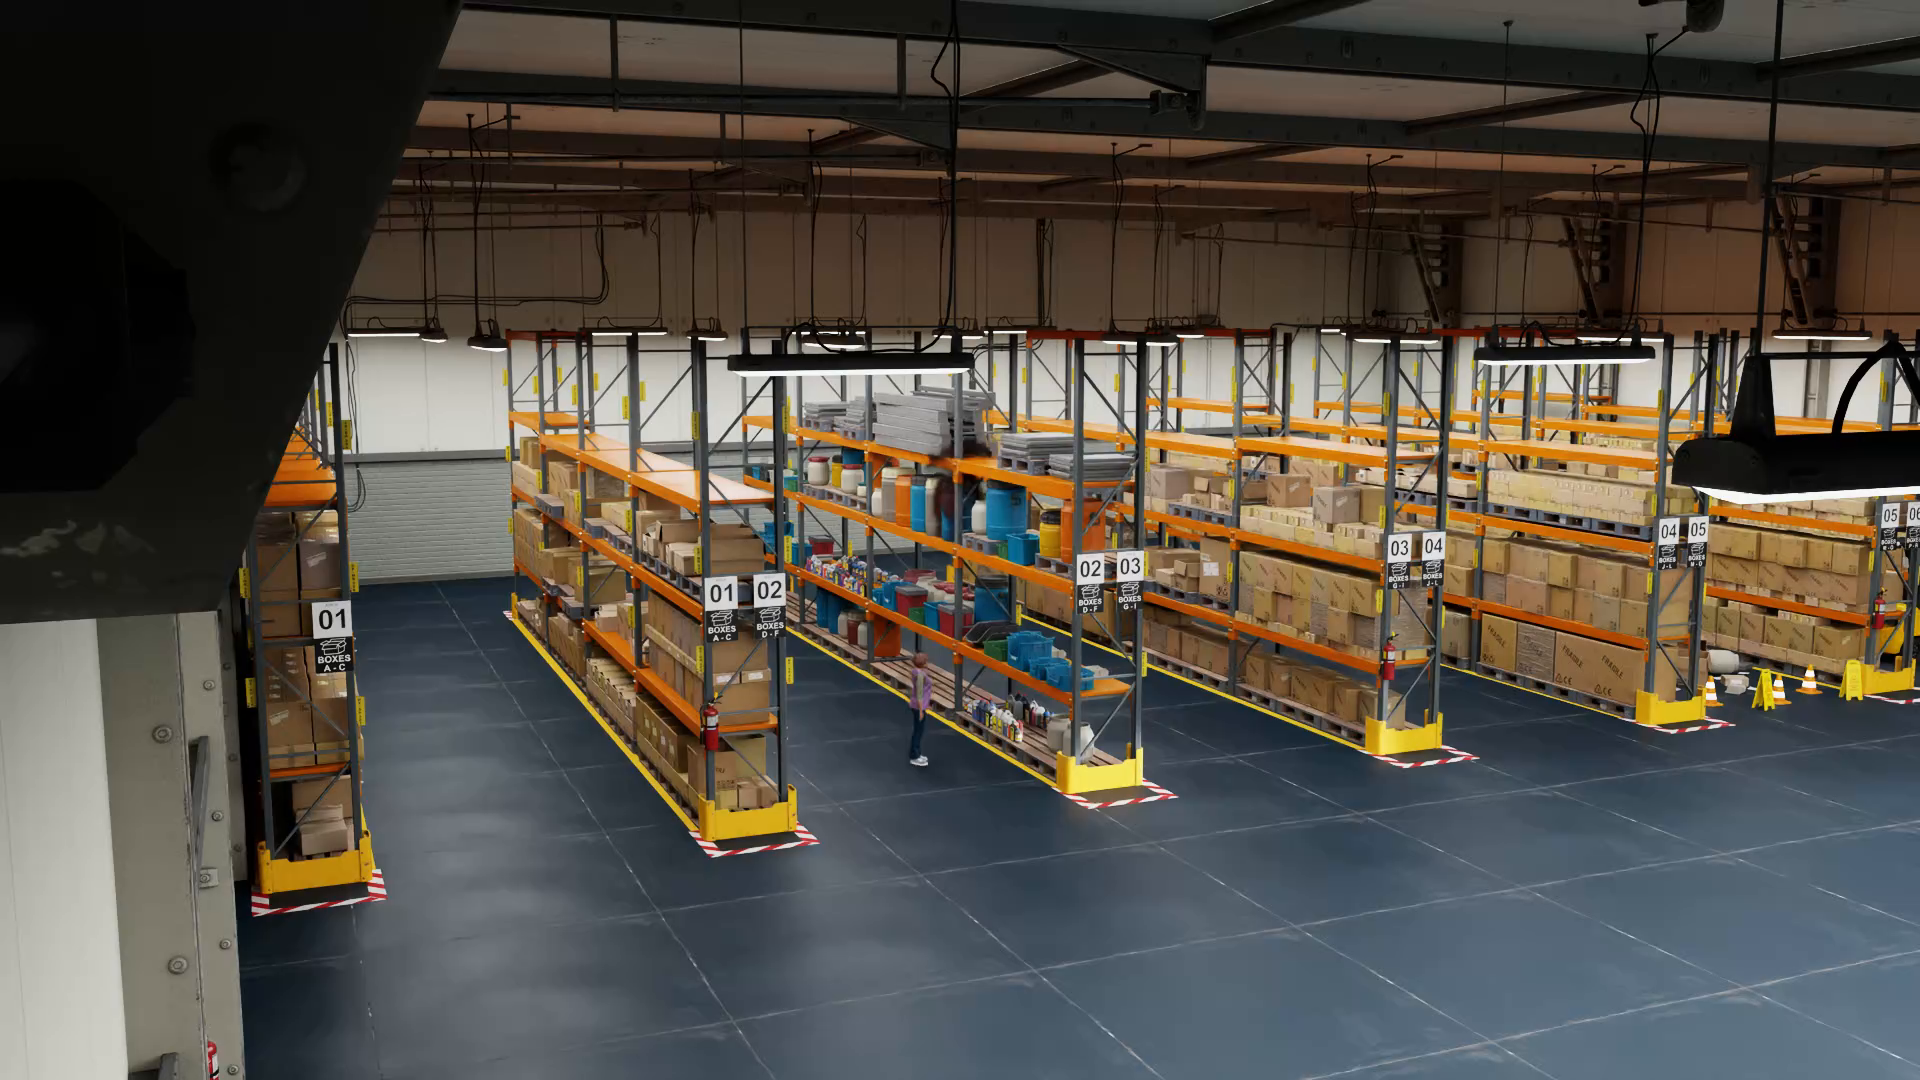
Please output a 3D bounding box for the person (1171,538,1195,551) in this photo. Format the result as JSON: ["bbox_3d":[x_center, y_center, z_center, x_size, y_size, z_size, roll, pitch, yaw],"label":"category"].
[{"bbox_3d":[5.568,-0.188,41.896,1.028,1.613,0.538,0,8,-3],"label":"person"}]

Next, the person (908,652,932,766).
[{"bbox_3d":[-0.561,2.362,23.358,0.323,1.604,0.520,-1,8,-7],"label":"person"}]

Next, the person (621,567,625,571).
[{"bbox_3d":[-7.839,0.327,37.836,0.480,1.735,0.560,-2,8,-13],"label":"person"}]
